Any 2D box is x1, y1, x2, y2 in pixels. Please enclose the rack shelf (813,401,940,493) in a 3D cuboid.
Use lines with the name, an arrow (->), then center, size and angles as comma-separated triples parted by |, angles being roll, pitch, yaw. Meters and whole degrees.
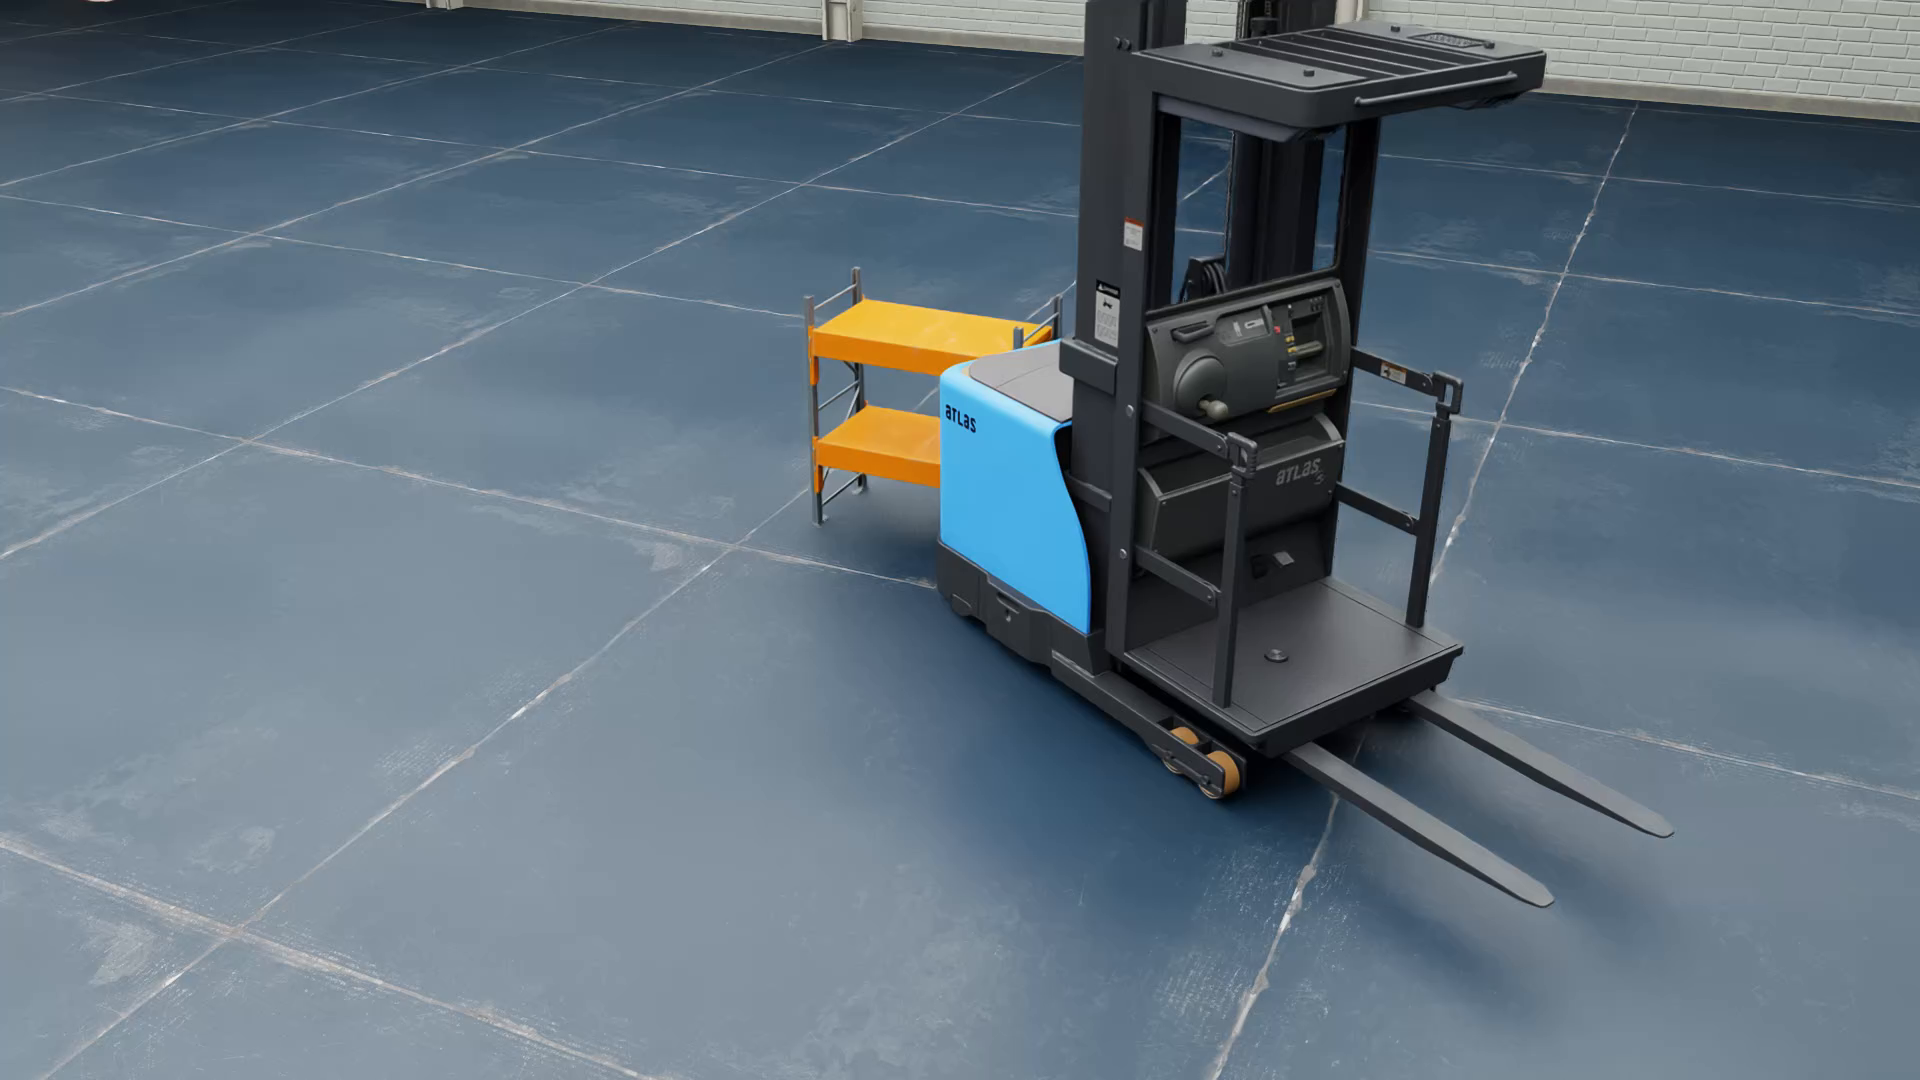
rack shelf -> -0.119, -0.360, 7.762 | 1.000, 0.278, 0.538 | 12, 28, 22

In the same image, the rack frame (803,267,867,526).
rack frame -> -0.581, -0.674, 7.845 | 0.032, 1.125, 0.500 | 12, 28, 22

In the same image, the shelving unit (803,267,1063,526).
shelving unit -> -0.119, -0.580, 7.654 | 1.048, 1.125, 0.538 | 12, 28, 22

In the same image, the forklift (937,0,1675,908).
forklift -> 1.159, -0.642, 5.735 | 1.130, 2.935, 3.031 | -17, 31, -31

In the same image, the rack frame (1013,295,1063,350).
rack frame -> 0.342, -0.486, 7.463 | 0.032, 1.125, 0.500 | 12, 28, 22

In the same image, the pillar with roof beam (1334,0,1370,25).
pillar with roof beam -> 2.273, -7.232, 12.252 | 0.400, 9.000, 9.100 | 11, 28, 22

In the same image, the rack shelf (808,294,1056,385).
rack shelf -> -0.119, -0.842, 7.524 | 1.000, 0.278, 0.538 | 12, 28, 22

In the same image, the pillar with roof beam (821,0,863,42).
pillar with roof beam -> -3.189, -8.329, 14.480 | 0.400, 9.000, 9.100 | 11, 28, 22

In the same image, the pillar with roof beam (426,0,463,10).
pillar with roof beam -> -8.650, -9.426, 16.708 | 0.400, 9.000, 9.100 | 11, 28, 22
